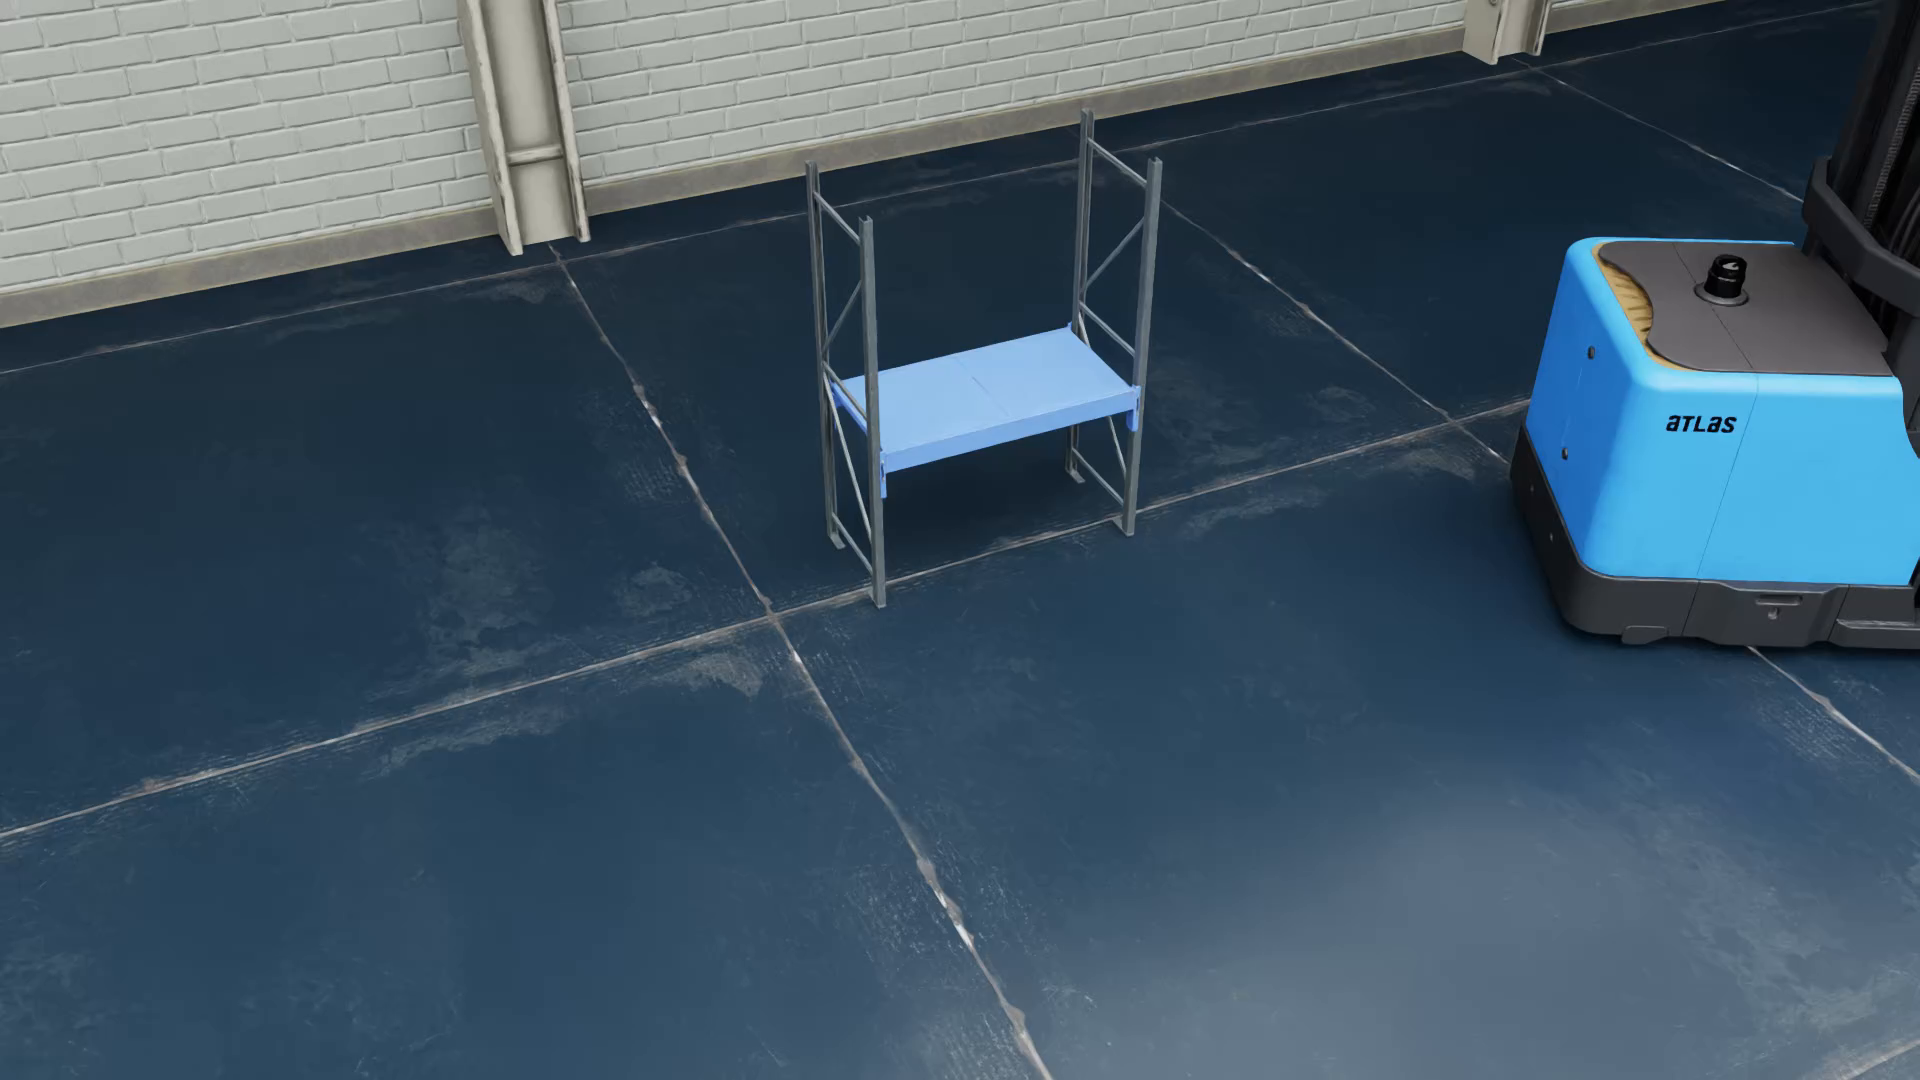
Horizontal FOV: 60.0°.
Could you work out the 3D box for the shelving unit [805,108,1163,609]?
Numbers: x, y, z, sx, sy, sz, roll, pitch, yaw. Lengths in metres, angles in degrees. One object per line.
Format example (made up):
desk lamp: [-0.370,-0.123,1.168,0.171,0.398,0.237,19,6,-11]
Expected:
shelving unit: [0.077,-0.624,5.832,1.048,1.500,0.538,-16,39,-20]

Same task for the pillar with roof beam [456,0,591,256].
pillar with roof beam: [-0.245,-2.813,2.488,0.400,9.000,9.100,-16,39,-20]

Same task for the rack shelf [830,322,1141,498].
rack shelf: [0.077,-0.480,5.939,1.000,0.185,0.538,-16,39,-20]

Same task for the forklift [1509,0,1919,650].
forklift: [3.626,-1.066,5.227,3.031,2.935,1.130,2,37,2]

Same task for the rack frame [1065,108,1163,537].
rack frame: [0.537,-0.753,6.006,0.032,1.500,0.500,-16,39,-20]

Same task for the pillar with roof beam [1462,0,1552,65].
pillar with roof beam: [5.186,-4.331,4.536,0.400,9.000,9.100,-16,39,-20]

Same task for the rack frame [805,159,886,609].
rack frame: [-0.383,-0.495,5.659,0.032,1.500,0.500,-16,39,-20]
